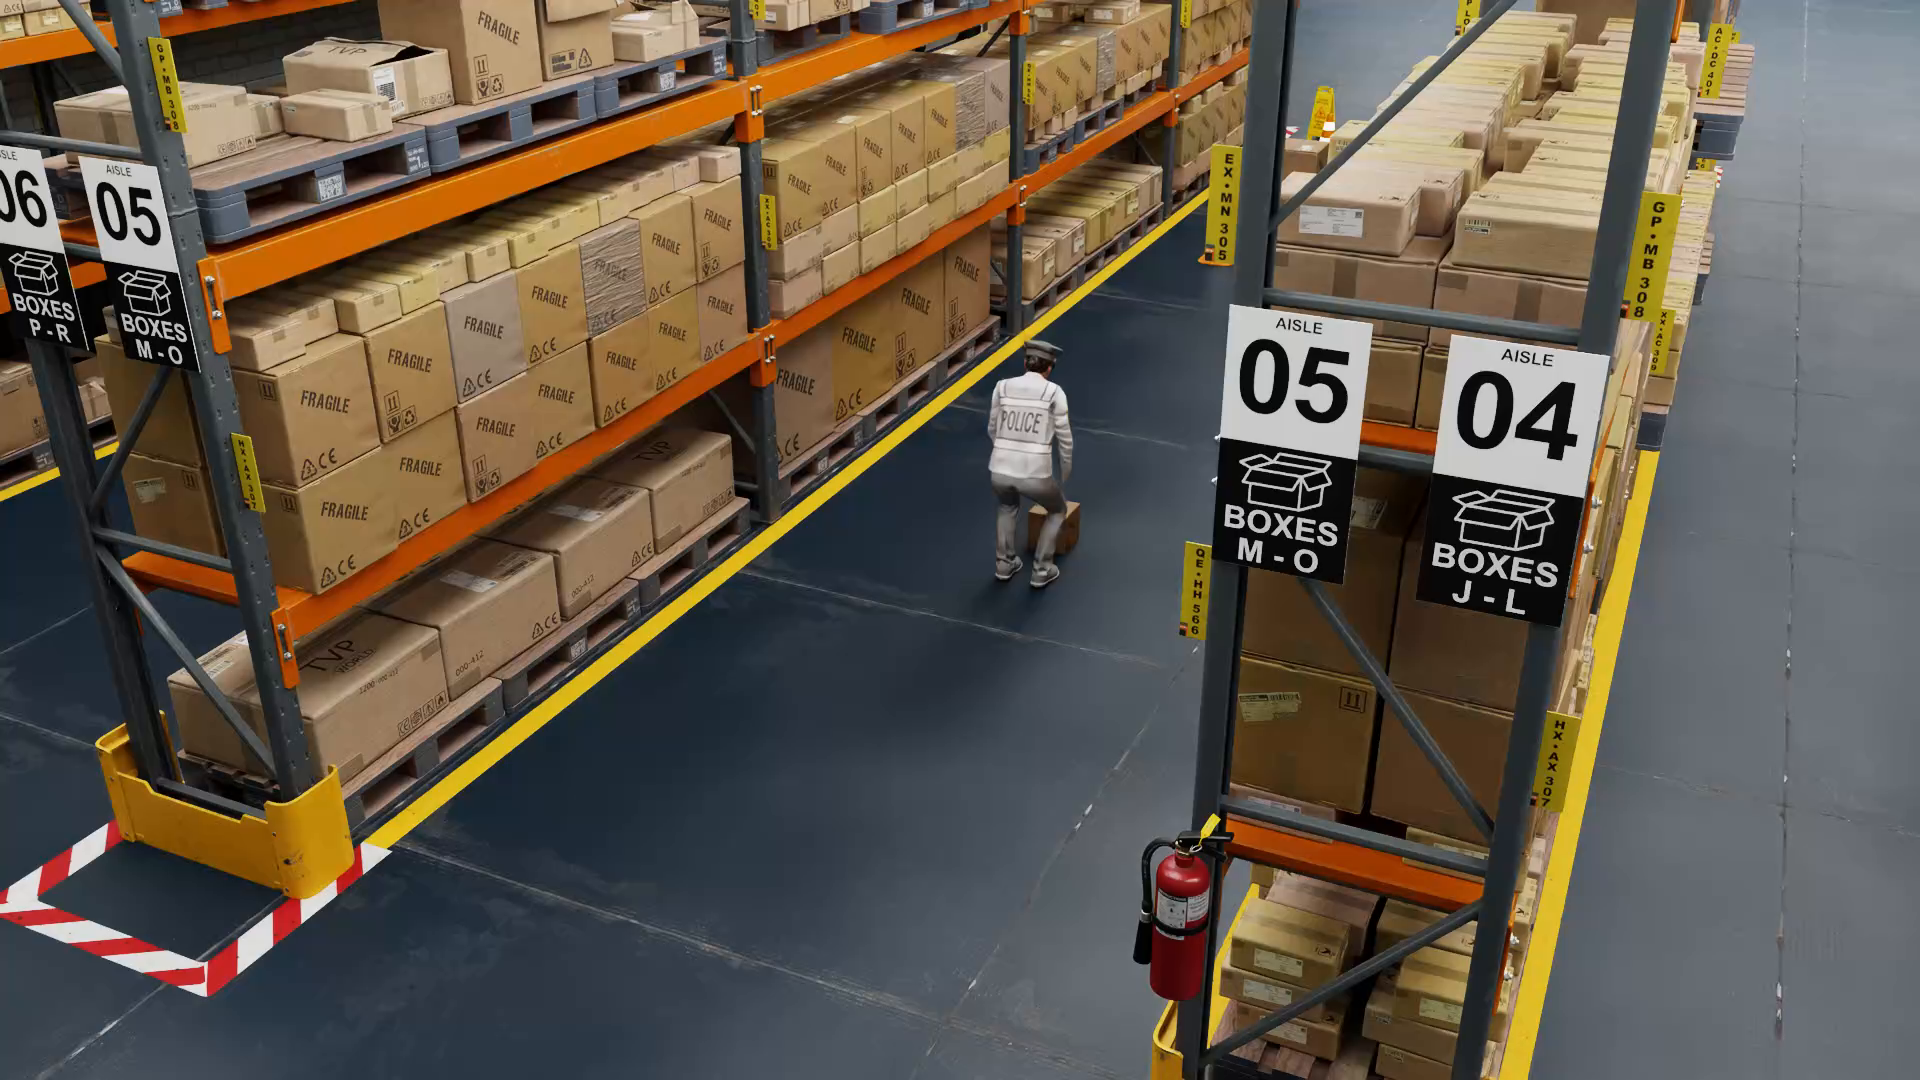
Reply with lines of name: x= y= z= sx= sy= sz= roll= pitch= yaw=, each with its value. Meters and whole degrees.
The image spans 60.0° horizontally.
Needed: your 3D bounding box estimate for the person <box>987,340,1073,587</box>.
person: x=0.392 y=-0.448 z=9.796 sx=0.534 sy=1.429 sz=0.674 roll=12 pitch=29 yaw=22
